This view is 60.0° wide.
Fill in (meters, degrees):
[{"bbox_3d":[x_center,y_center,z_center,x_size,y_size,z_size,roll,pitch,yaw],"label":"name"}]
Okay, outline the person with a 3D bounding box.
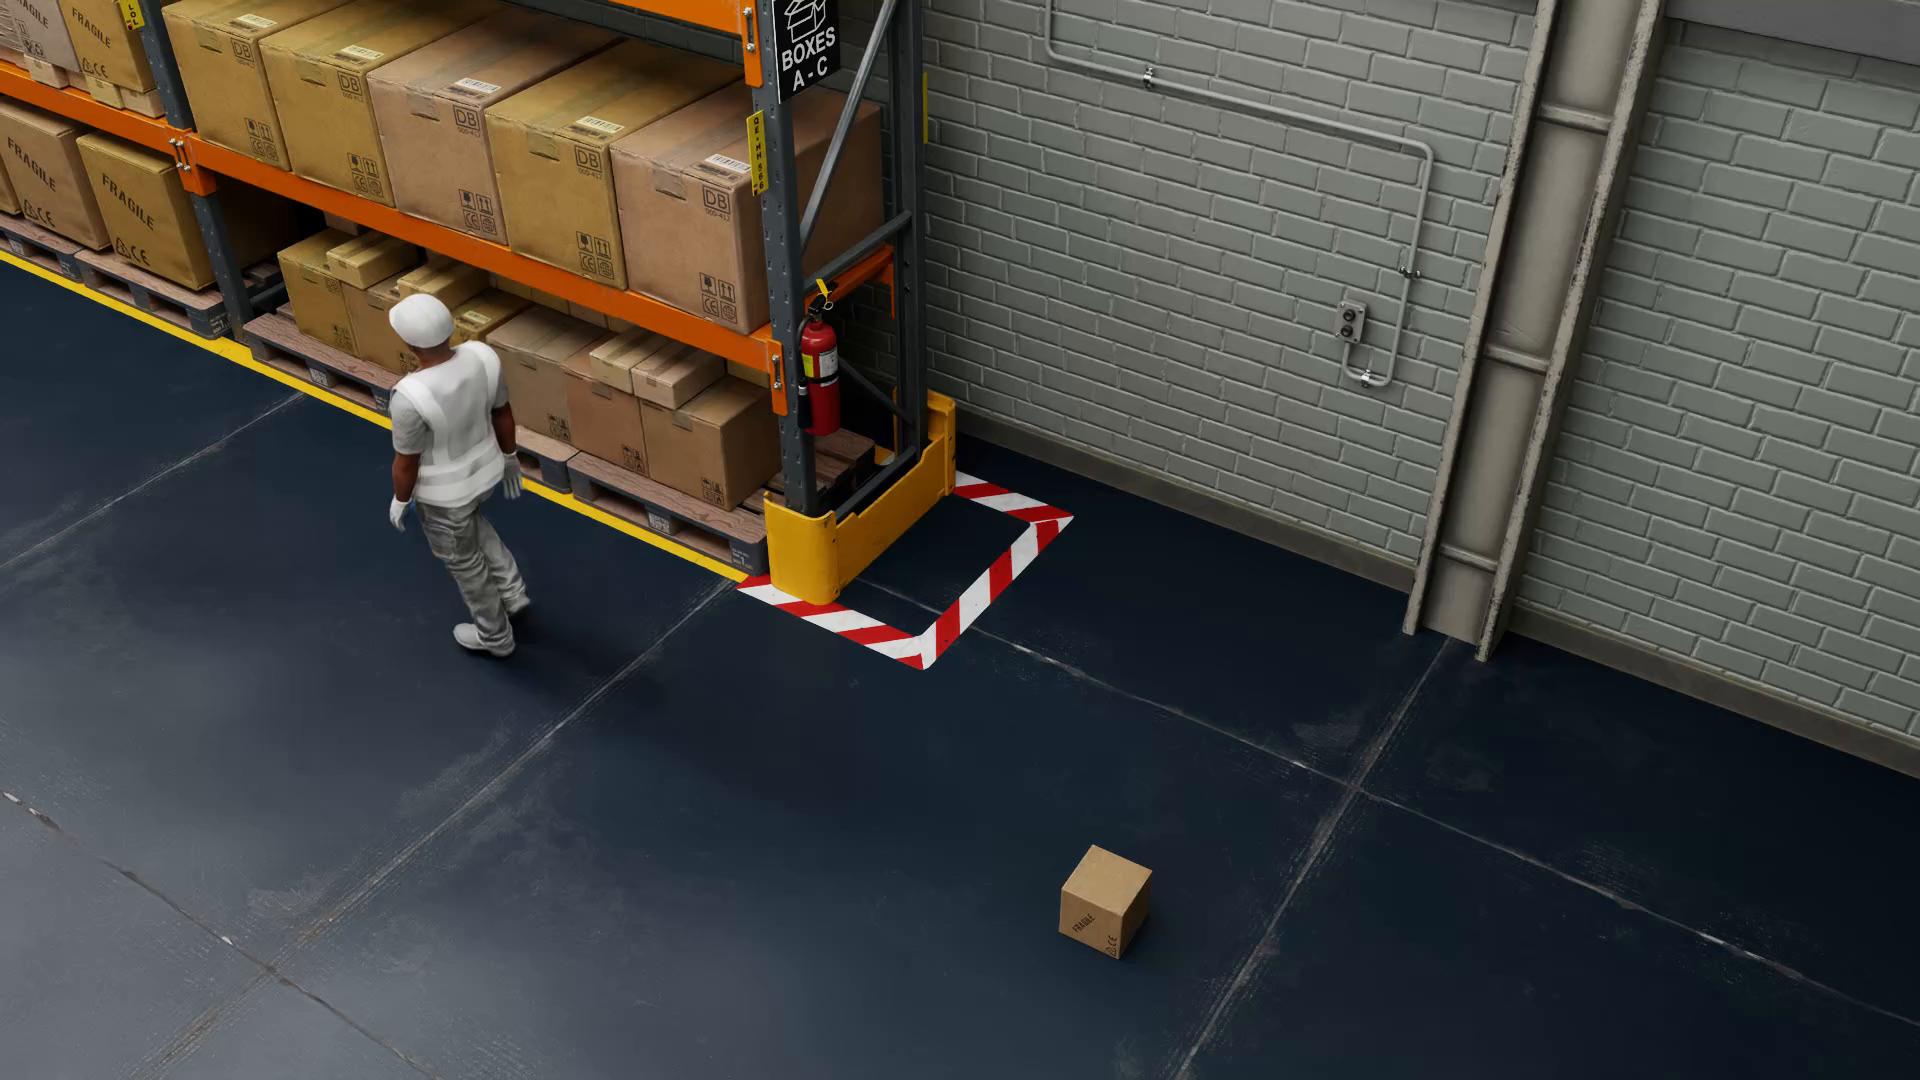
[{"bbox_3d":[-2.142,-0.254,6.963,0.459,1.805,0.551,19,42,22],"label":"person"}]
